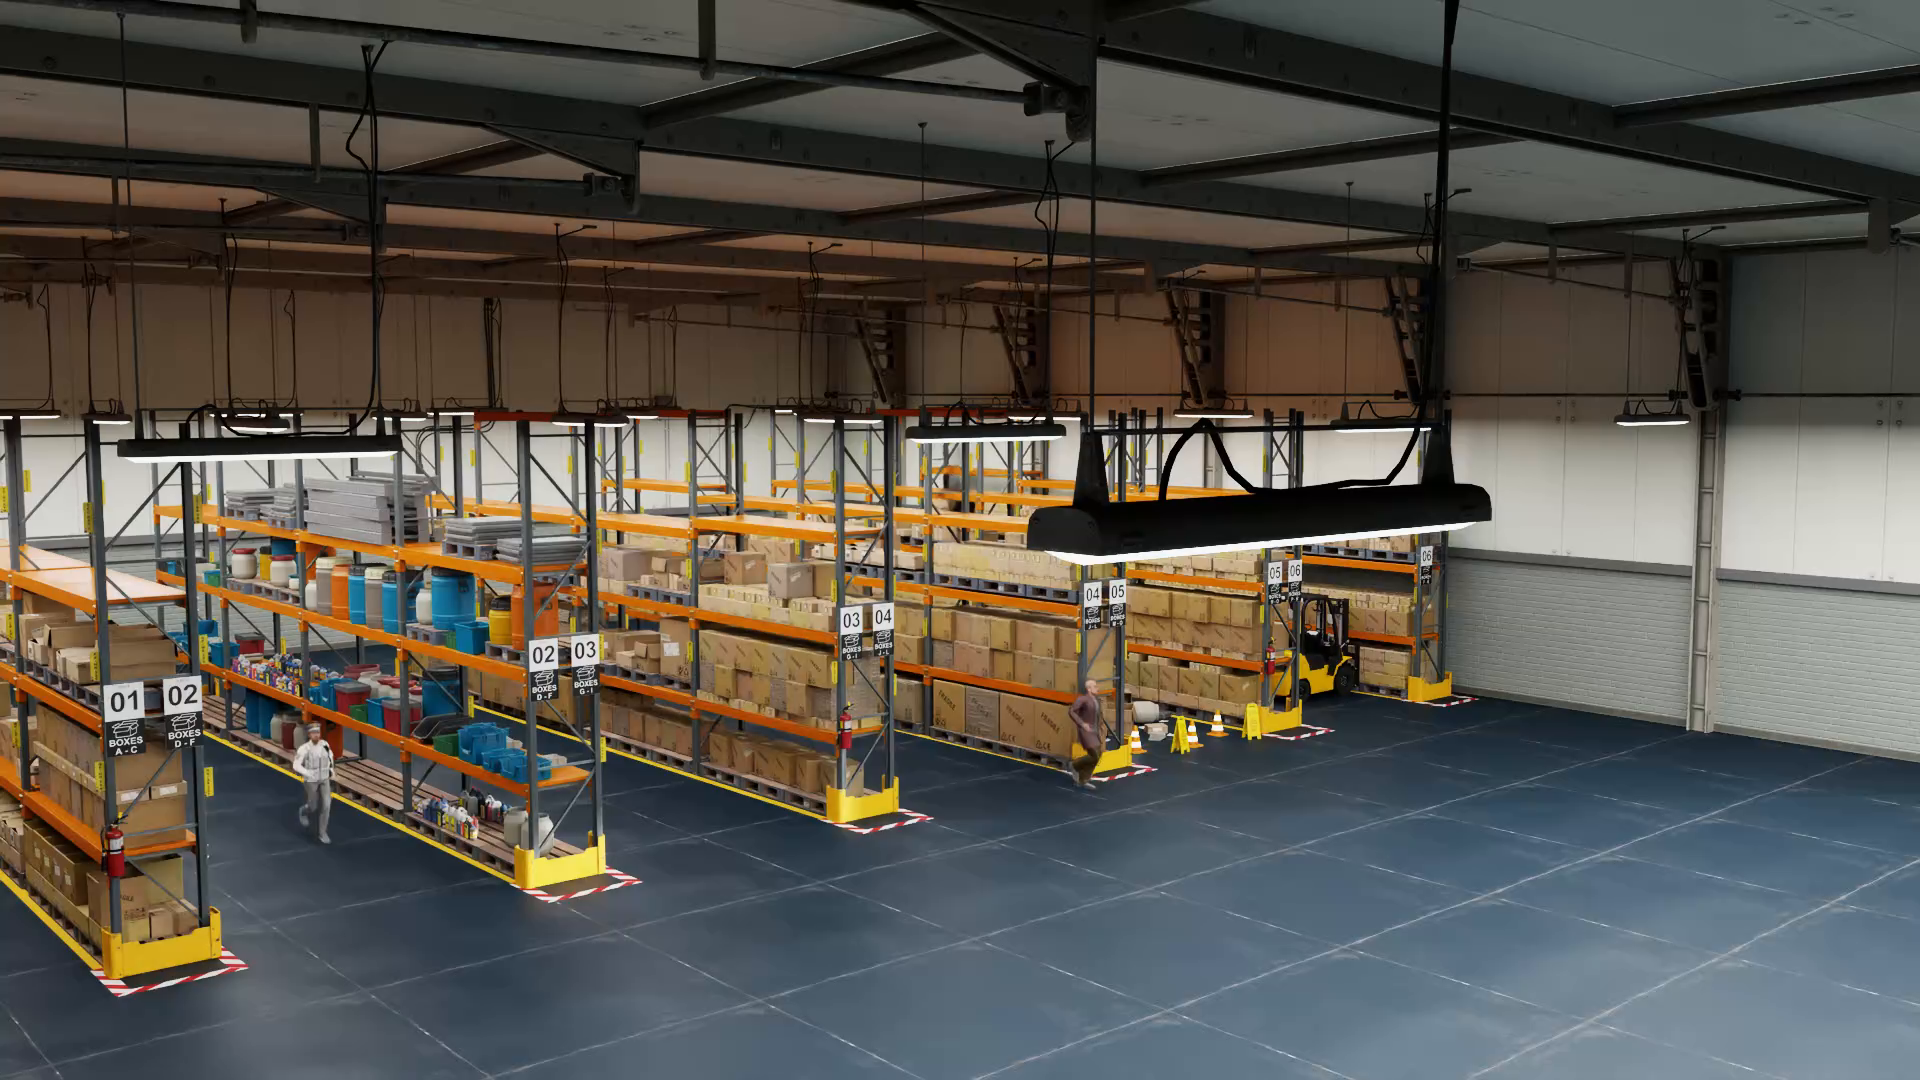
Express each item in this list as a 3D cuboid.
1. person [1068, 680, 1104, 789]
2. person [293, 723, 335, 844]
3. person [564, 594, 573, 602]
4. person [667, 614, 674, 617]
[{"bbox_3d":[2.066,3.129,26.771,0.583,1.749,0.738,3,6,33],"label":"person"},{"bbox_3d":[-9.183,3.427,23.711,0.626,1.694,0.832,-5,7,-43],"label":"person"},{"bbox_3d":[-9.361,2.018,40.174,0.638,1.668,0.721,2,6,26],"label":"person"},{"bbox_3d":[-6.028,2.404,34.982,0.667,1.725,0.862,-3,6,-33],"label":"person"}]
